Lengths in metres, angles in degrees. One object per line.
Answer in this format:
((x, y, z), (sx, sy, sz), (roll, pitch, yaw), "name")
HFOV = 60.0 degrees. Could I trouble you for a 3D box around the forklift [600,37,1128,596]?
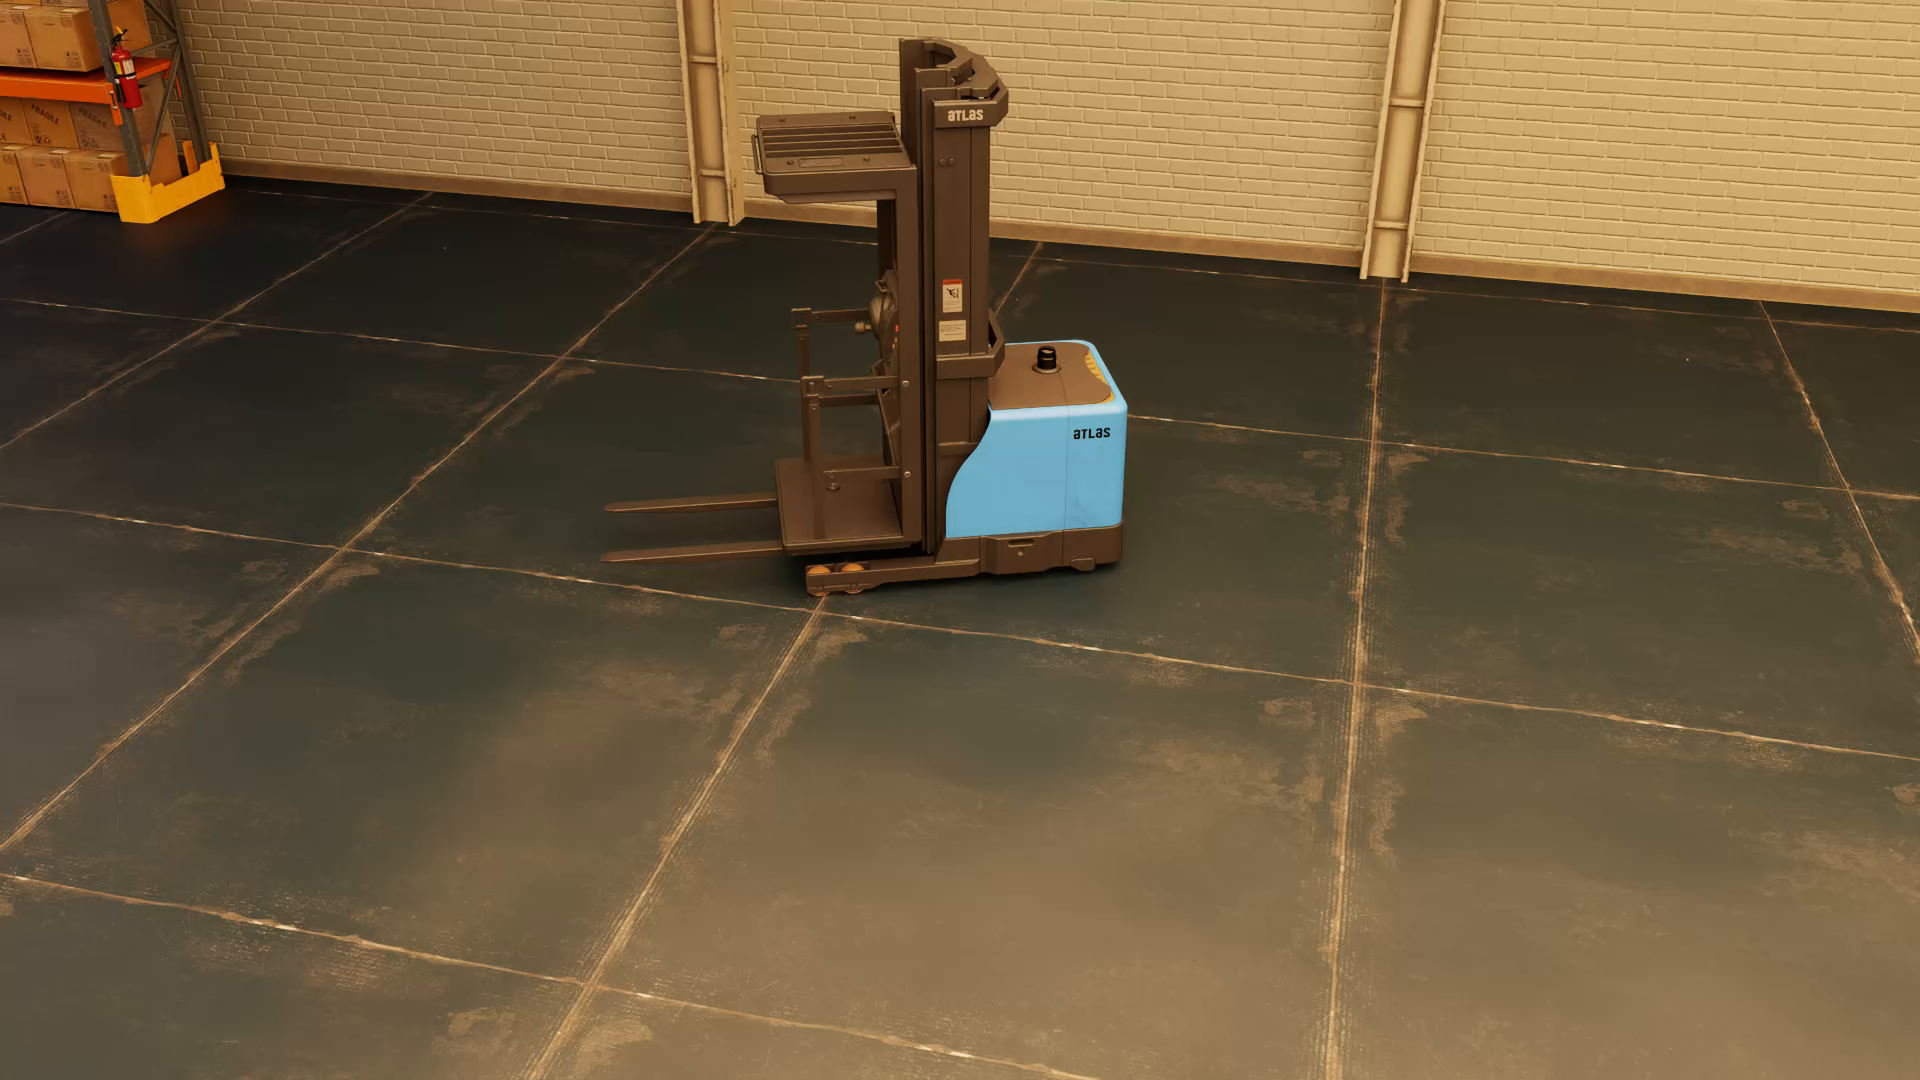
((-0.602, -1.232, 9.345), (3.031, 2.935, 1.130), (-4, 30, -7), "forklift")
